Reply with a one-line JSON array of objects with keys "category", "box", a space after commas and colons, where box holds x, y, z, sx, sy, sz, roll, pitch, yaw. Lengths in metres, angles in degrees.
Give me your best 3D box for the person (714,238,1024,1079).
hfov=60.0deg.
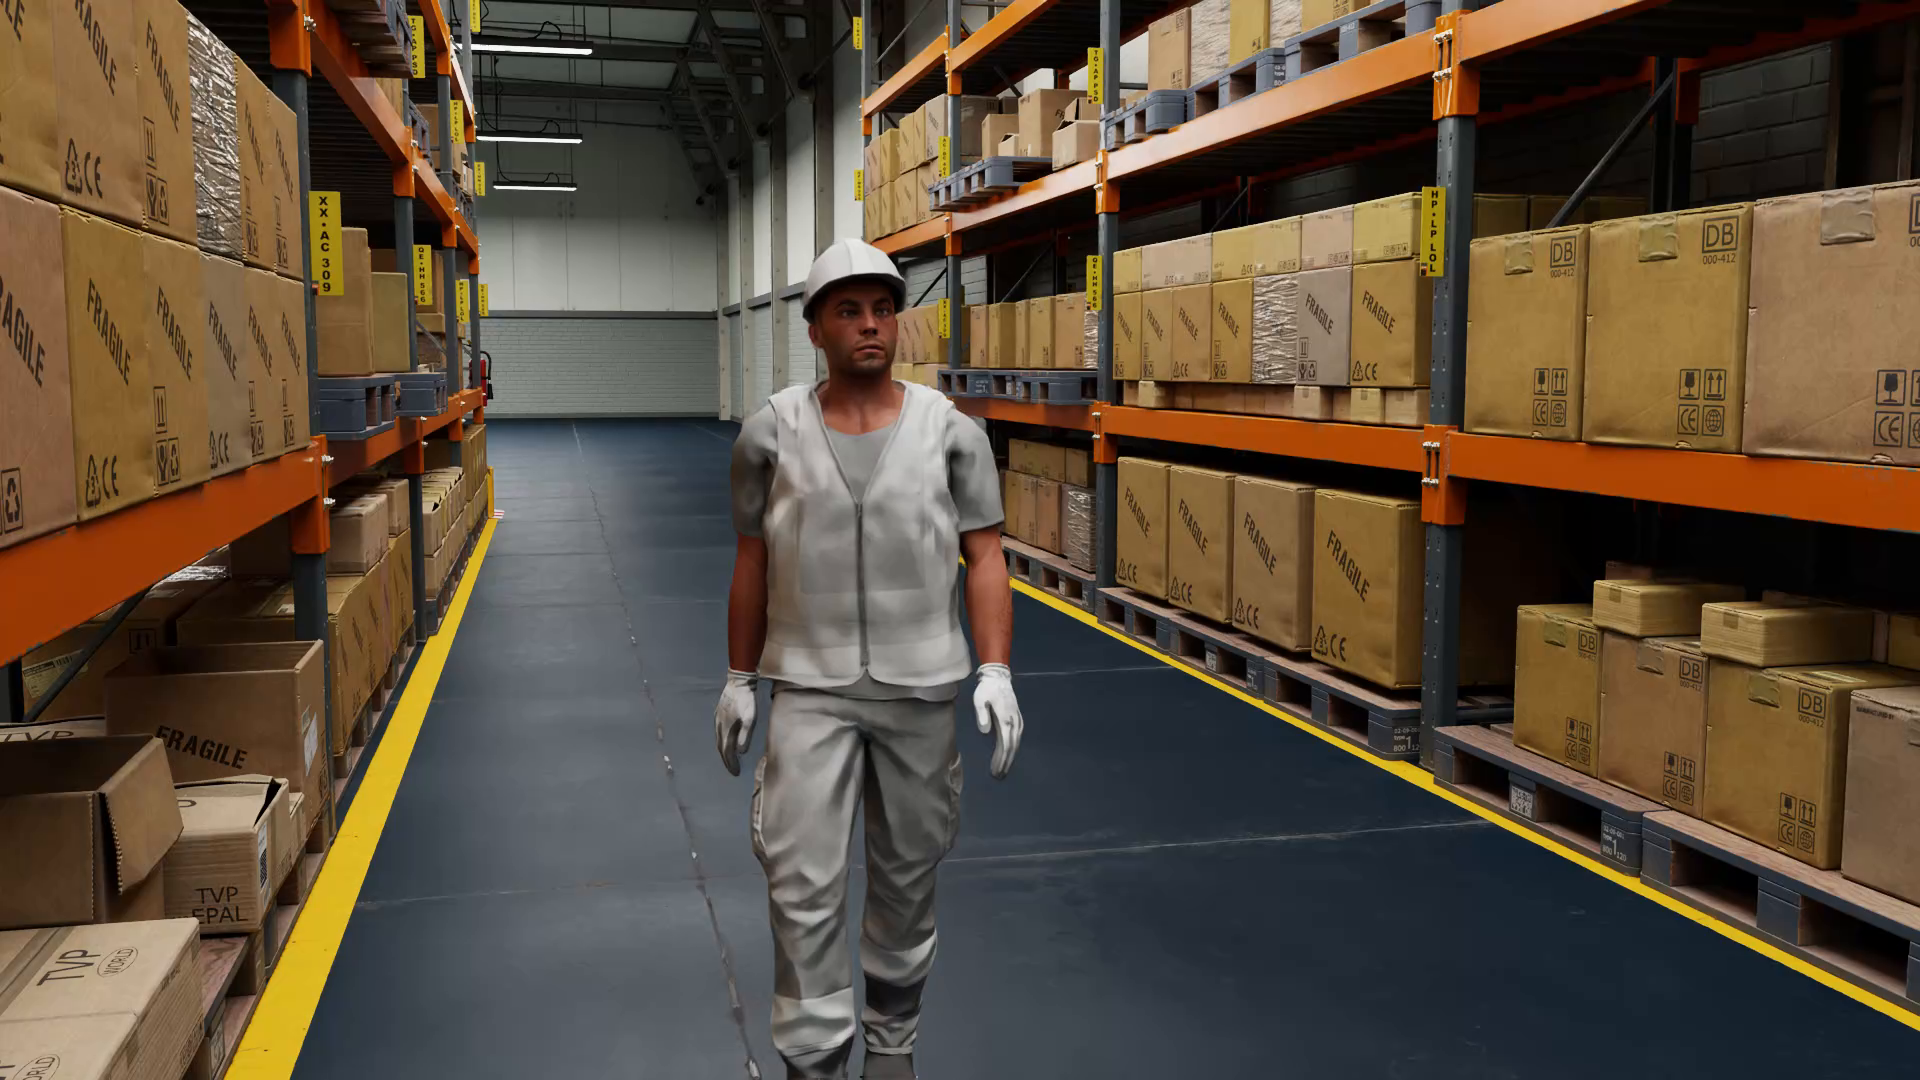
[{"category": "person", "box": [-0.181, 0.331, 3.174, 0.594, 1.809, 0.773, -1, 6, -6]}]
